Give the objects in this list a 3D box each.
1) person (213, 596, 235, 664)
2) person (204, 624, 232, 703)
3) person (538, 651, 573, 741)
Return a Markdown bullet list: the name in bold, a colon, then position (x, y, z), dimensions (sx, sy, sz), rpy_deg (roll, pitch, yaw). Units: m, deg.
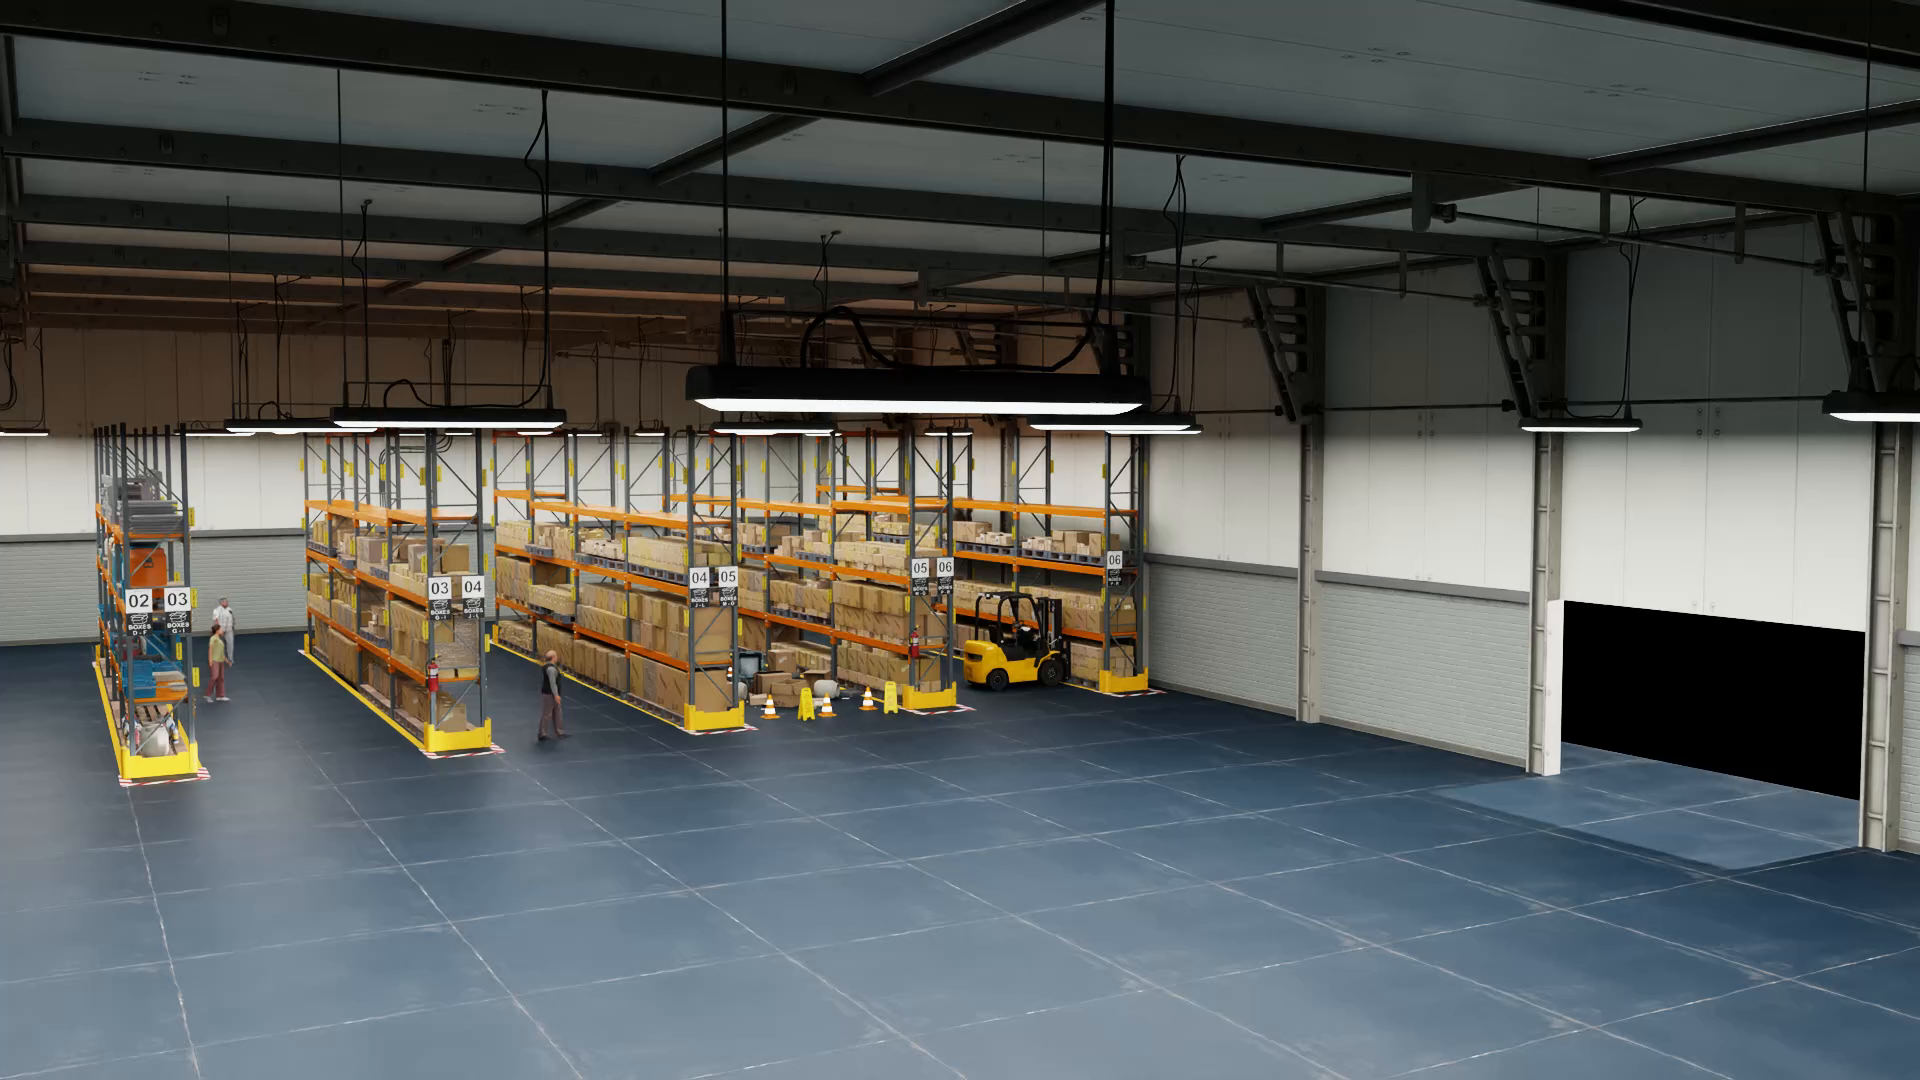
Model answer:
- **person**: position (-18.777, 2.292, 42.399), dimensions (0.511, 1.727, 0.996), rpy_deg (-2, 4, -35)
- **person**: position (-16.225, 2.696, 36.315), dimensions (0.442, 1.676, 0.608), rpy_deg (0, 3, 8)
- **person**: position (-7.714, 2.956, 31.600), dimensions (0.631, 1.712, 0.567), rpy_deg (0, 3, -6)
